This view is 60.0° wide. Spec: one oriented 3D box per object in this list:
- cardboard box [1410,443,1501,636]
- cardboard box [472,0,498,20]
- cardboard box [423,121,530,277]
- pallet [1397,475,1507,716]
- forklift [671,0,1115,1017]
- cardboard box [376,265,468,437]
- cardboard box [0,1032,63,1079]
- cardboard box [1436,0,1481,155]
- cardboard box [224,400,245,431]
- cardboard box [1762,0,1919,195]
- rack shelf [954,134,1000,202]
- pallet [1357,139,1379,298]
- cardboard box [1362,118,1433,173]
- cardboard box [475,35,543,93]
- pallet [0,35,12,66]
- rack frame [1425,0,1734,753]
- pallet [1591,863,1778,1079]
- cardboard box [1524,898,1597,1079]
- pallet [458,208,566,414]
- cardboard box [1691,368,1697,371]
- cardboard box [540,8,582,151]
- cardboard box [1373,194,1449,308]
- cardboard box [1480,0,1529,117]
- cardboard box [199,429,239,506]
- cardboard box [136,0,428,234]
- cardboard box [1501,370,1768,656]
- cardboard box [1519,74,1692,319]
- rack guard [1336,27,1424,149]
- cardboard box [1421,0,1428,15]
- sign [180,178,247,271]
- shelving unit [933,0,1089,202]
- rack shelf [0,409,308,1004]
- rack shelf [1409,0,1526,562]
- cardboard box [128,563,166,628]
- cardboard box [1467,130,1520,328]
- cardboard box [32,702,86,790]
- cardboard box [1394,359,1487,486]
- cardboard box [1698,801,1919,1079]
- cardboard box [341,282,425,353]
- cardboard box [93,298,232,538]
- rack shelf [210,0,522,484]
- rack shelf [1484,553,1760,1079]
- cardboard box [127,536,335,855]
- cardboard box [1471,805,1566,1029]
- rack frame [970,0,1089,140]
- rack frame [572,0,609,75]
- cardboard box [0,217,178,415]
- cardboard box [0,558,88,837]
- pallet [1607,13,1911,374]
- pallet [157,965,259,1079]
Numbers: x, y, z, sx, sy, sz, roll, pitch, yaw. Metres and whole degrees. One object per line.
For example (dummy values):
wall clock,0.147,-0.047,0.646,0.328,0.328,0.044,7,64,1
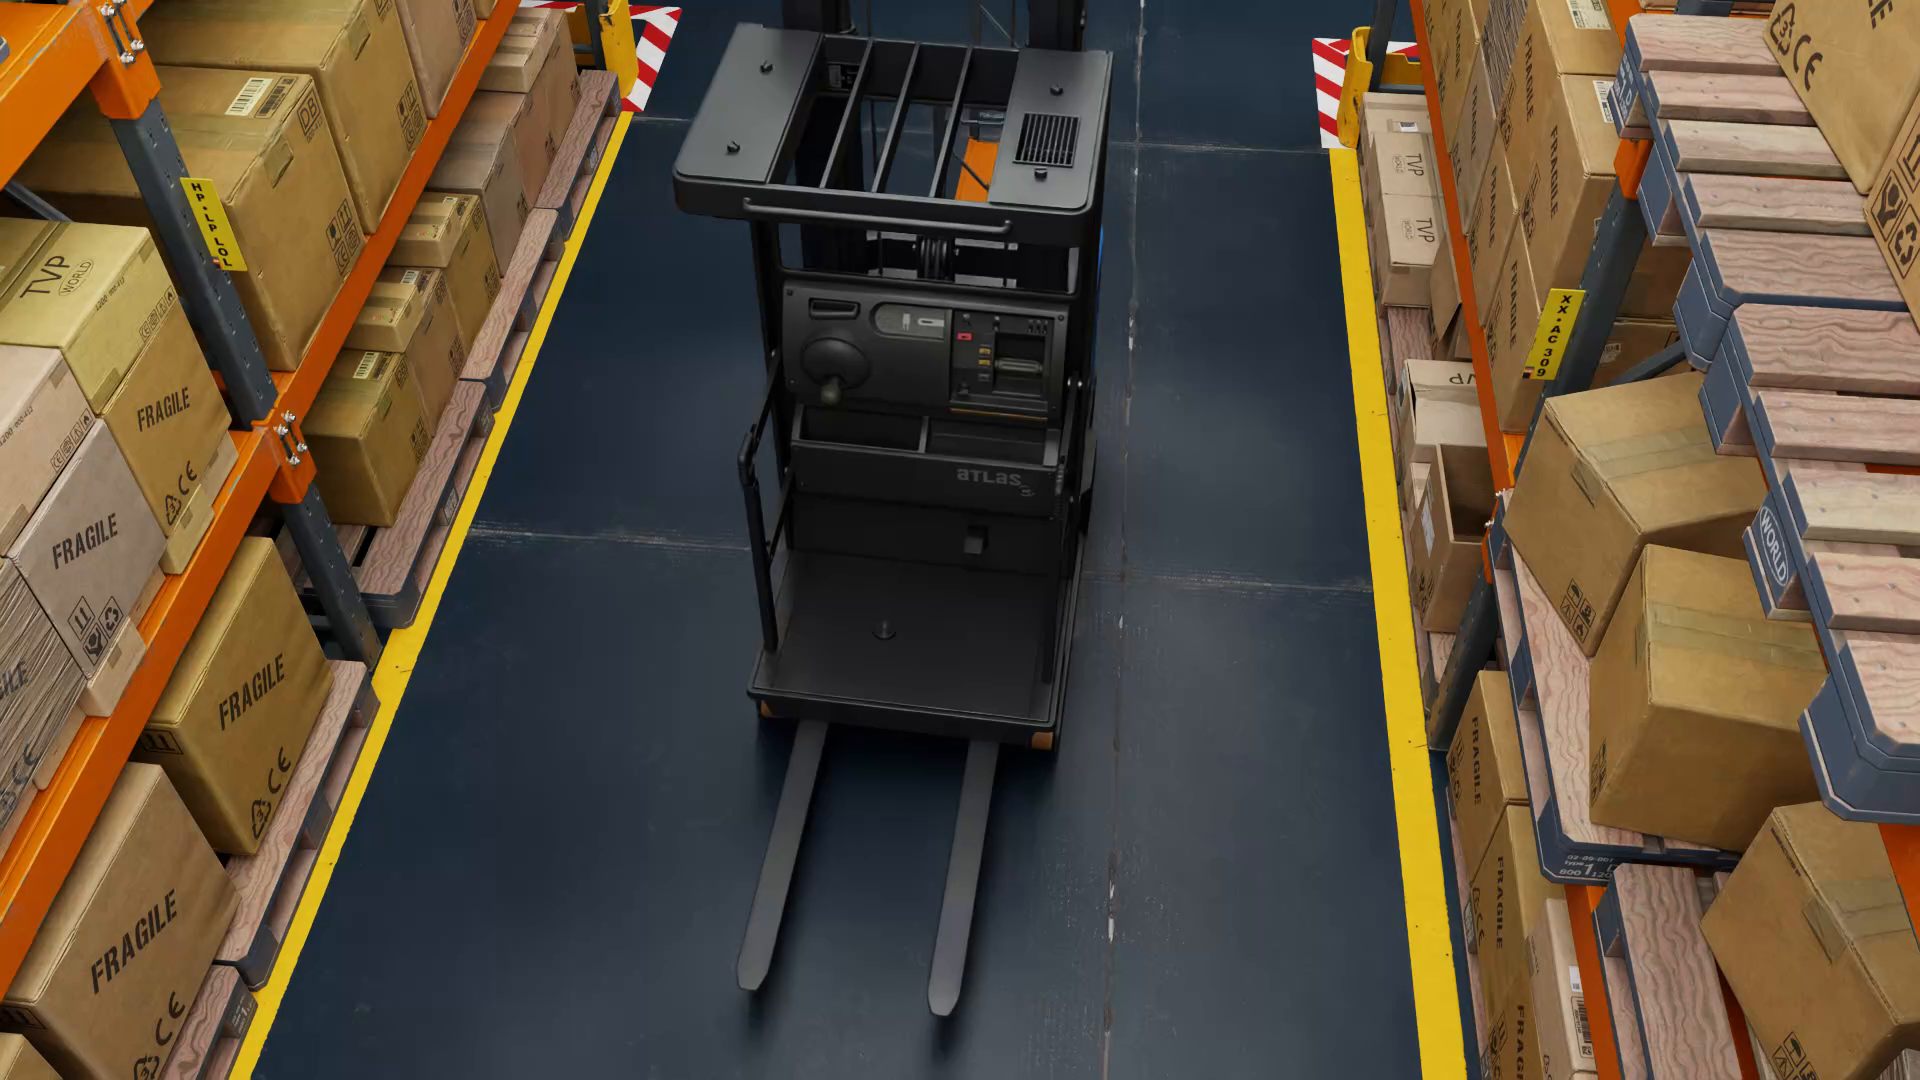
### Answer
cardboard box,1.983,0.005,6.135,0.500,0.500,0.500,4,48,4
cardboard box,-2.447,-2.713,7.021,0.980,0.700,0.700,4,48,3
cardboard box,-2.410,-1.562,7.581,0.700,0.500,0.500,2,48,2
pallet,2.277,0.184,6.465,1.003,0.211,1.213,4,48,4
forklift,-0.146,-0.509,5.256,1.130,2.935,3.031,6,48,6
cardboard box,-2.501,-0.793,6.878,0.700,0.500,0.500,3,48,3
cardboard box,-2.801,1.765,4.301,0.750,0.750,0.750,4,48,3
cardboard box,2.137,-1.802,6.324,0.500,0.500,0.500,4,48,4
cardboard box,-2.761,-0.550,6.216,0.380,0.149,0.250,4,48,3
cardboard box,2.094,-1.109,3.305,0.600,0.600,0.600,0,48,0
rack shelf,0.221,-1.397,7.281,0.538,0.185,1.000,6,48,6
pallet,2.499,-1.609,8.105,1.003,0.211,1.213,4,48,4
cardboard box,2.175,-1.916,8.118,0.380,0.166,0.250,4,48,4
cardboard box,-2.173,-2.224,7.747,0.380,0.149,0.250,5,48,5
pallet,-2.755,-0.854,3.621,0.805,0.209,1.217,2,48,2
rack frame,2.213,-0.253,4.974,1.000,3.000,0.127,4,48,4
pallet,2.021,1.322,3.664,1.003,0.211,1.213,4,48,4
cardboard box,1.835,1.263,4.476,0.500,0.250,0.500,4,48,4
pallet,-2.464,-1.095,7.634,1.003,0.211,1.213,4,48,4
cardboard box,2.531,-0.643,5.263,0.500,0.500,0.500,5,48,5
cardboard box,-2.320,-2.300,8.256,0.700,0.500,0.500,4,48,4
cardboard box,2.155,-1.297,7.495,0.500,0.250,0.500,4,48,4
cardboard box,2.092,-1.760,5.608,0.500,0.500,0.500,4,48,4
cardboard box,-2.469,-0.238,5.117,0.380,0.149,0.250,4,48,4
cardboard box,-2.582,-1.618,6.020,0.980,0.700,0.700,3,48,3
cardboard box,1.947,-0.095,4.478,0.700,0.500,0.500,-11,48,-10
cardboard box,2.002,-1.013,4.924,0.500,0.500,0.500,4,48,4
rack guard,2.571,-2.293,8.534,1.175,0.500,0.348,4,48,4
cardboard box,2.233,-2.538,6.997,0.500,0.500,0.500,3,48,3
sign,-2.179,-0.918,4.852,0.100,0.325,0.005,4,48,4
shelving unit,0.223,-1.525,7.154,0.587,1.500,1.083,6,48,6
rack shelf,-2.902,1.129,4.198,1.077,0.370,4.000,4,48,4
rack shelf,2.396,-1.480,6.584,1.077,0.370,4.000,4,48,4
cardboard box,-2.537,0.137,4.775,0.380,0.149,0.250,5,48,5
cardboard box,2.049,-1.050,5.636,0.500,0.500,0.500,5,48,5
cardboard box,-2.591,0.510,4.434,0.380,0.149,0.250,4,48,4
cardboard box,2.051,-0.483,6.709,0.500,0.311,0.500,4,48,4
cardboard box,2.114,0.874,3.591,0.700,0.500,0.500,-7,48,-6
cardboard box,-2.337,-0.882,6.520,0.380,0.149,0.250,5,48,5
cardboard box,-2.511,-0.368,4.797,0.500,0.500,0.500,3,48,3
rack shelf,-2.538,-1.810,6.886,1.077,0.370,4.000,4,48,4
rack shelf,2.031,1.460,3.896,1.077,0.370,4.000,4,48,4
cardboard box,-2.650,0.487,5.470,0.750,0.750,0.750,4,48,4
cardboard box,1.889,1.174,5.065,0.500,0.500,0.500,4,48,4
rack frame,0.294,-1.890,7.488,0.500,1.500,0.032,6,48,6
rack frame,-2.356,-3.523,7.965,1.000,3.000,0.127,4,48,4
cardboard box,-2.508,-0.617,4.516,0.500,0.250,0.500,5,48,4
cardboard box,-2.602,0.376,4.116,0.500,0.500,0.500,4,48,4
pallet,2.084,-0.727,3.503,1.213,0.211,1.003,4,48,4
pallet,-2.824,1.829,4.960,1.003,0.211,1.213,4,48,4
